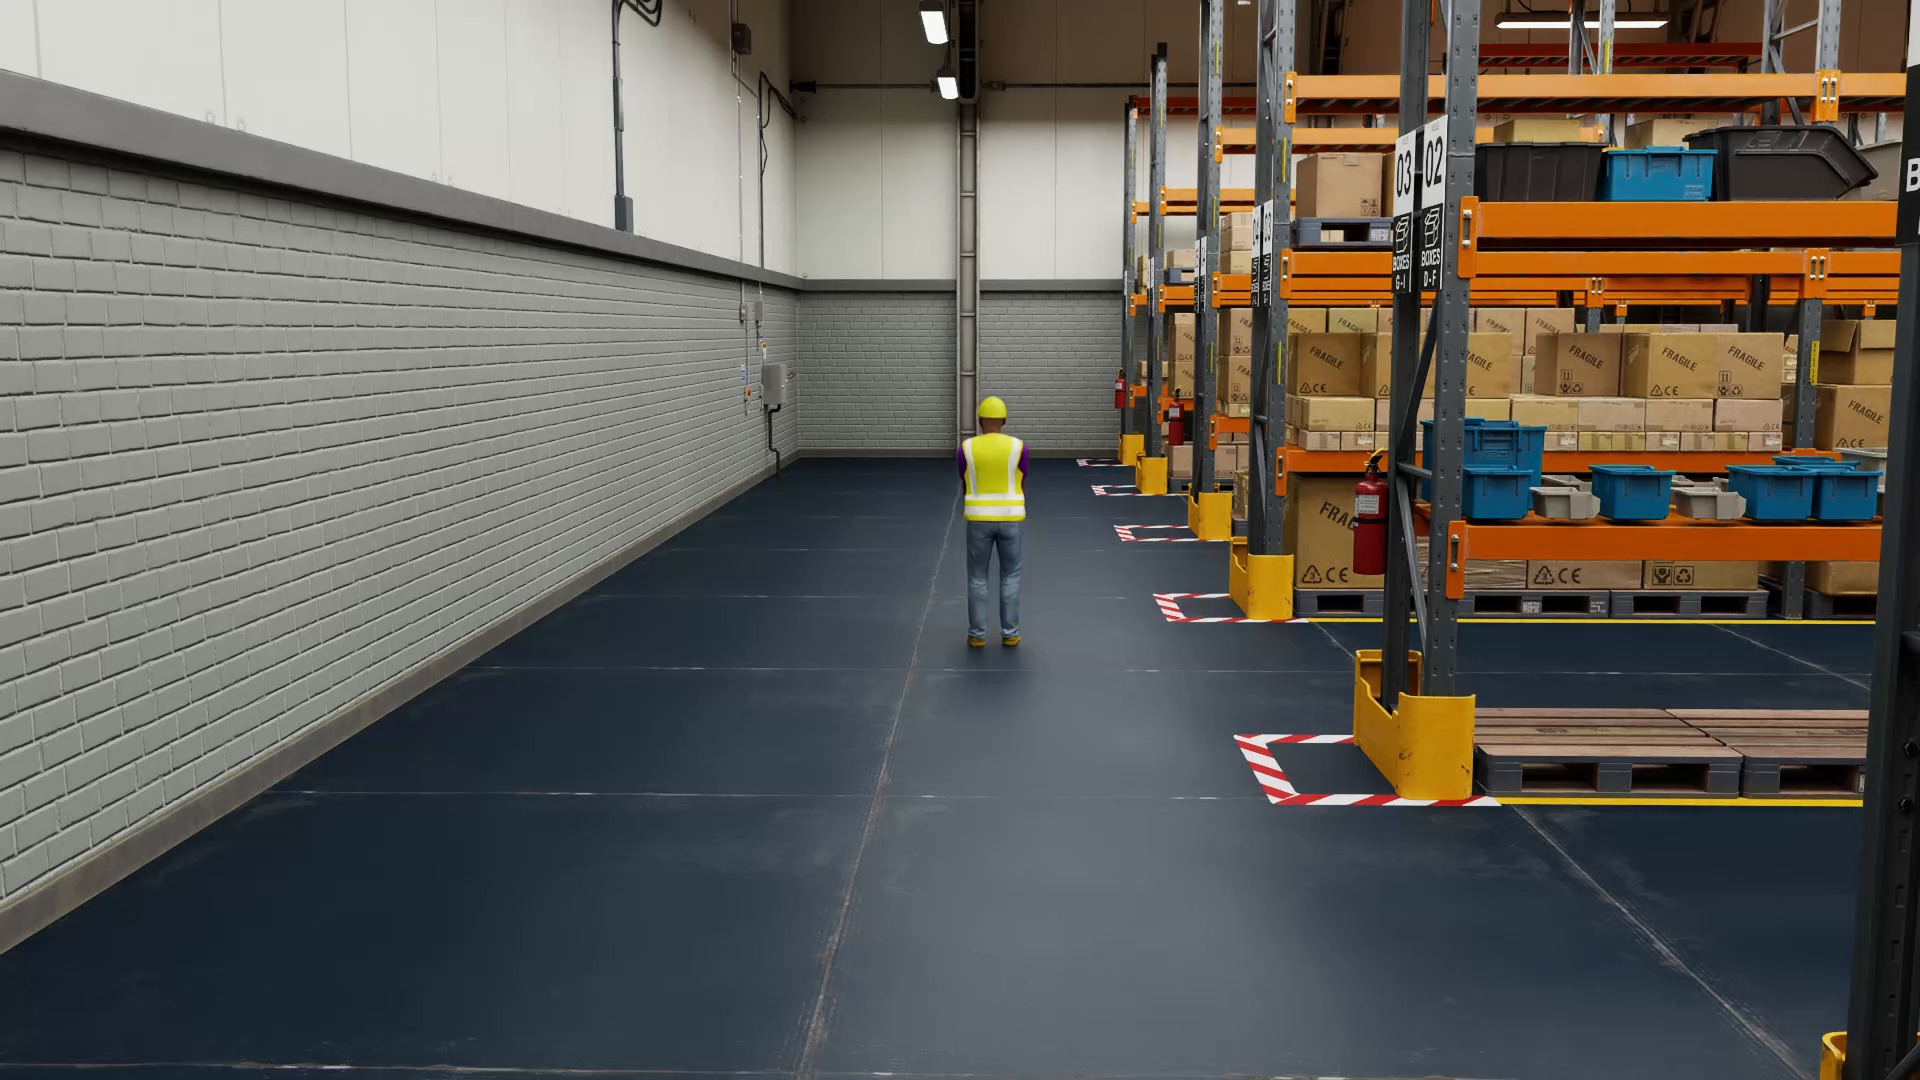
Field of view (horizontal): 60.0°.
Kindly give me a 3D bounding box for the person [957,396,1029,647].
[{"bbox_3d":[0.233,-0.144,11.821,0.505,1.763,0.567,0,7,1],"label":"person"}]
